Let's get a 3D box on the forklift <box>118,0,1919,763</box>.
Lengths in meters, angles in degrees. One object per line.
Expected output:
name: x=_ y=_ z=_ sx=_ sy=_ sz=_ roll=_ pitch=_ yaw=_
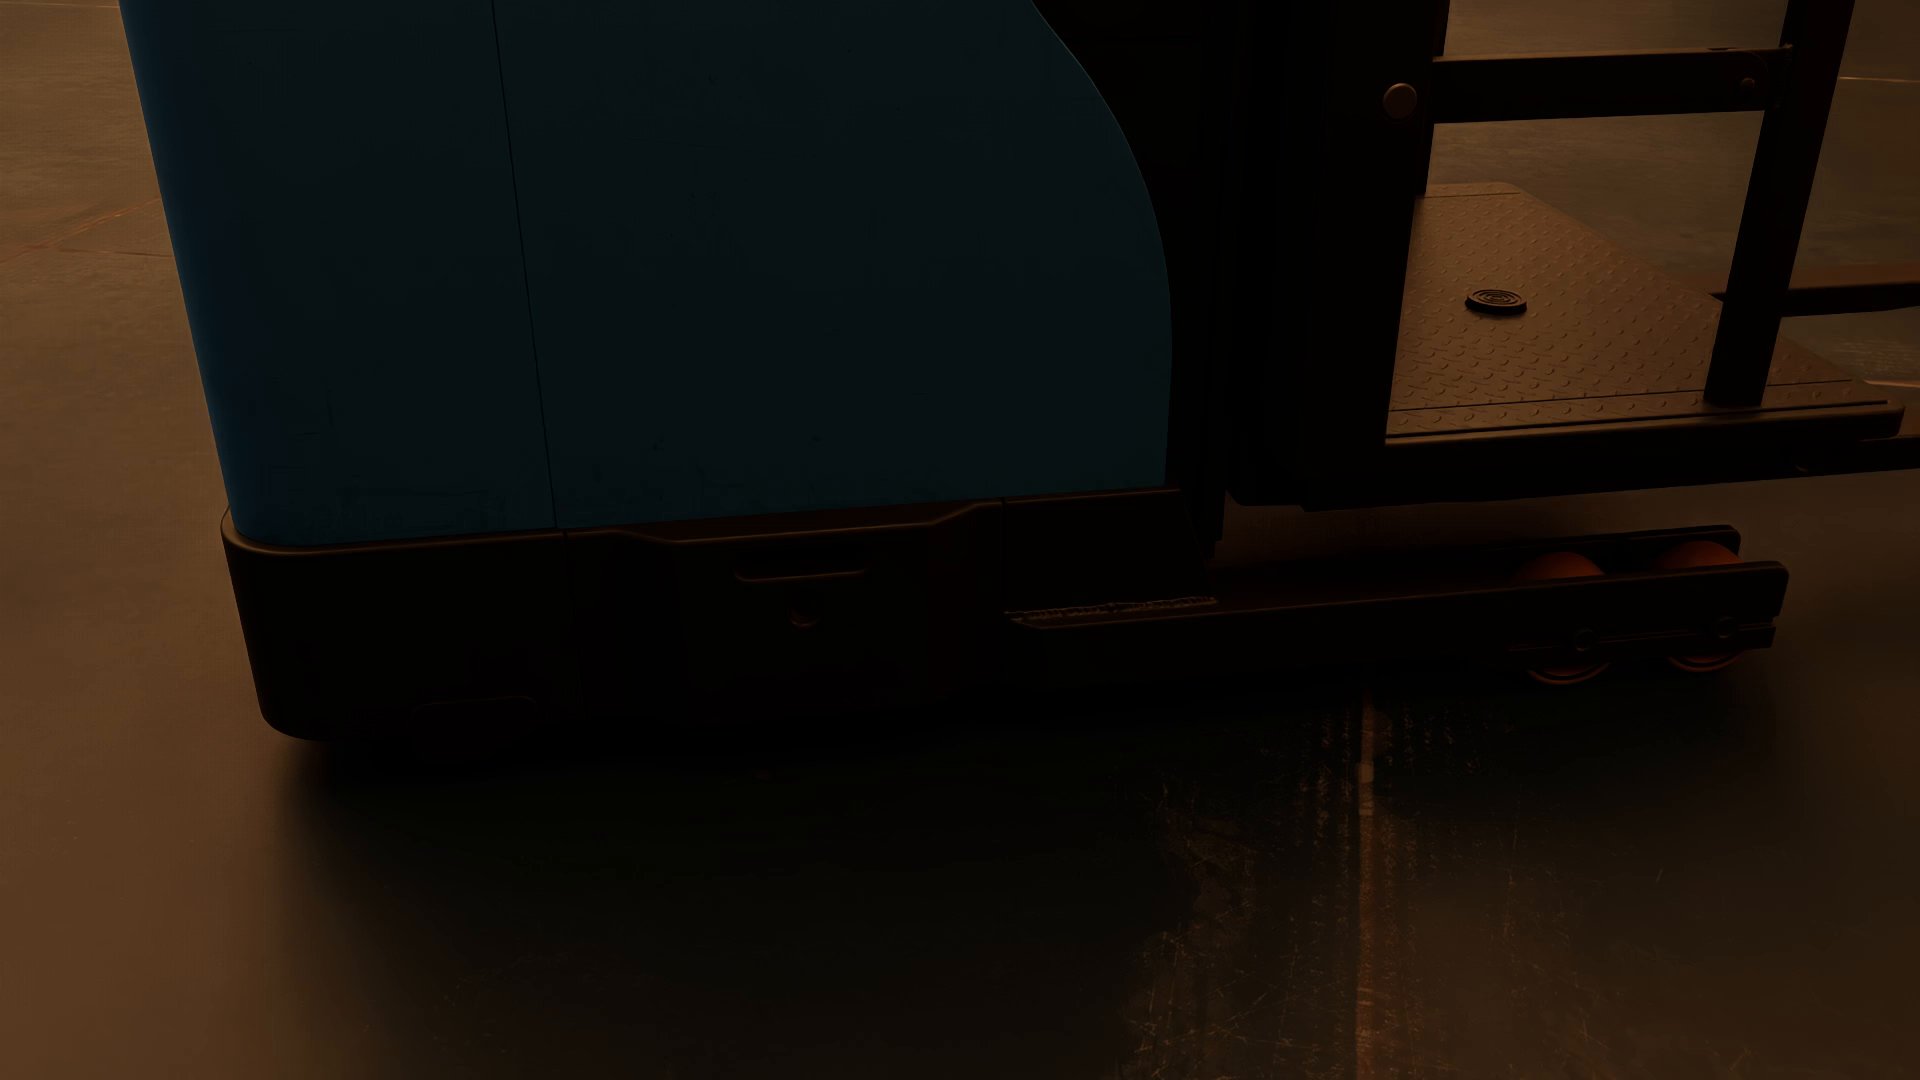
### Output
forklift: x=0.600 y=-1.354 z=1.930 sx=3.031 sy=2.935 sz=1.130 roll=-4 pitch=27 yaw=-9
